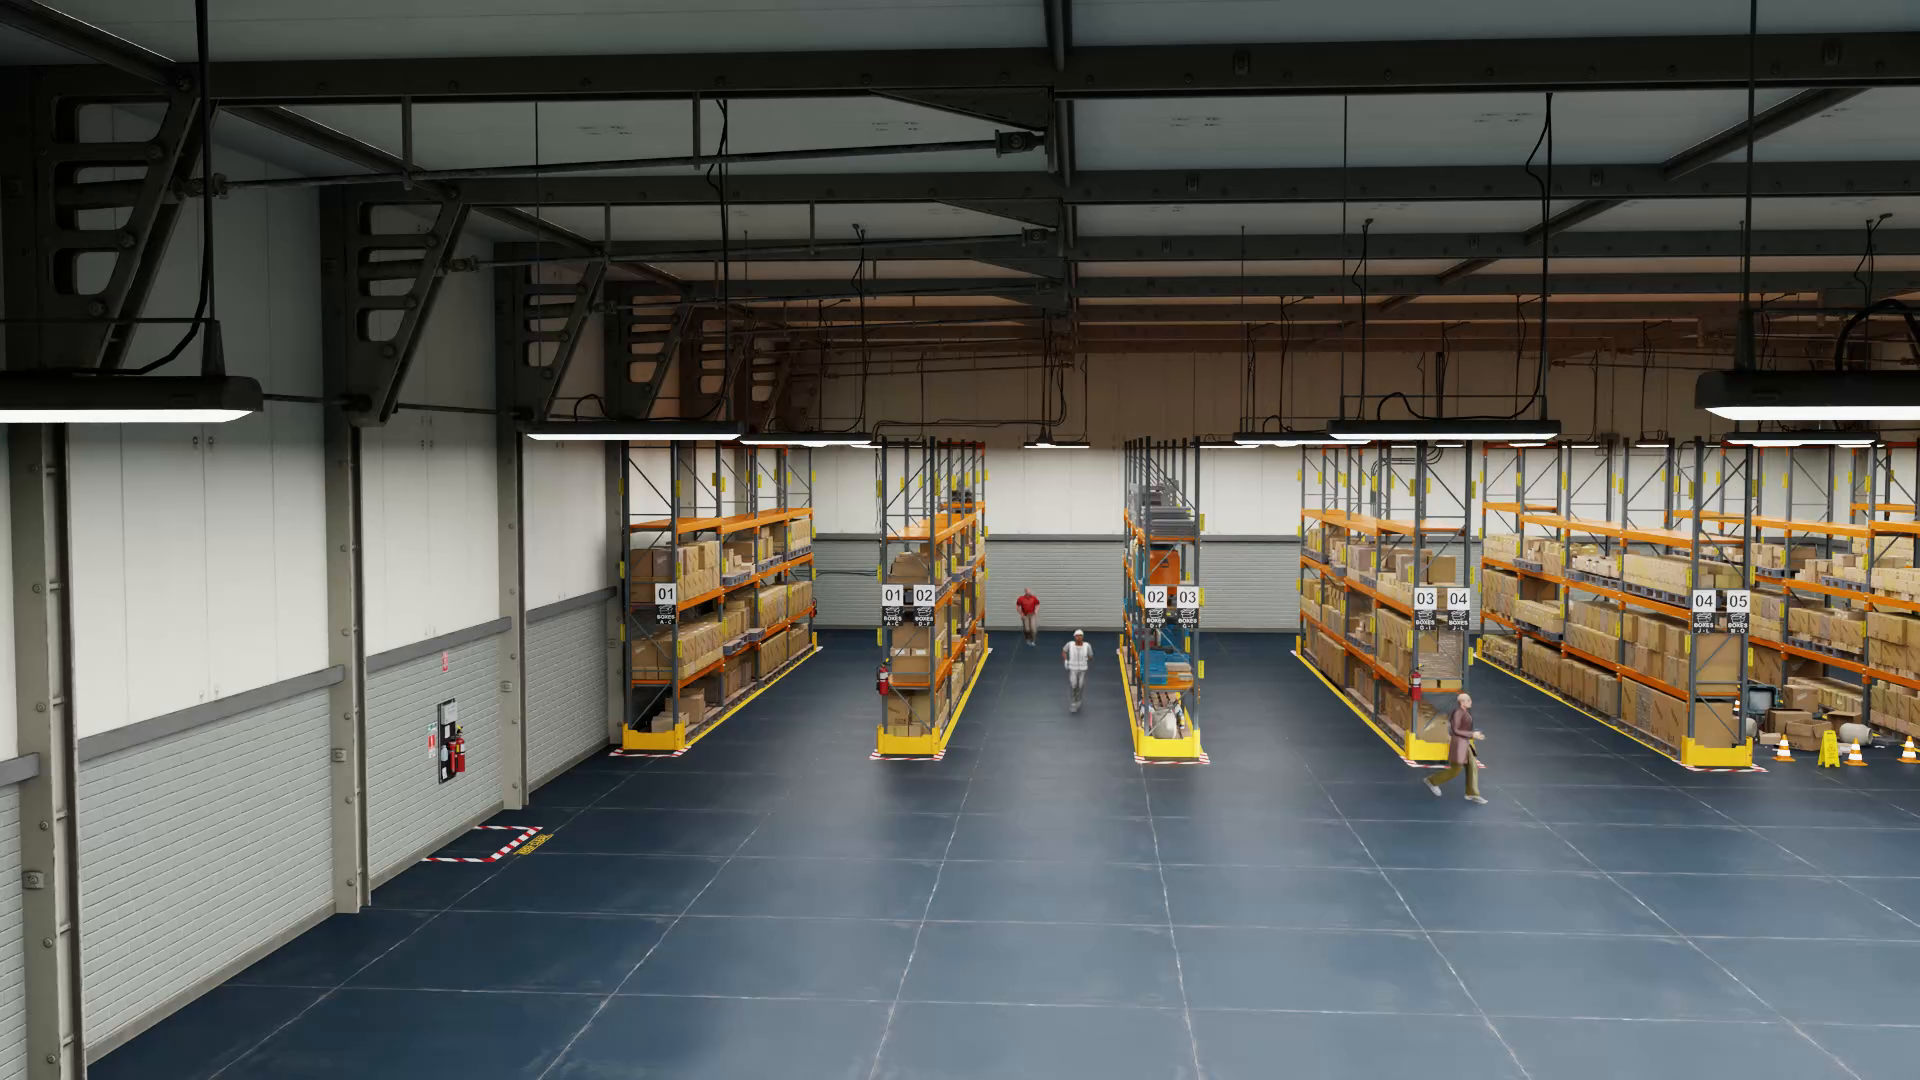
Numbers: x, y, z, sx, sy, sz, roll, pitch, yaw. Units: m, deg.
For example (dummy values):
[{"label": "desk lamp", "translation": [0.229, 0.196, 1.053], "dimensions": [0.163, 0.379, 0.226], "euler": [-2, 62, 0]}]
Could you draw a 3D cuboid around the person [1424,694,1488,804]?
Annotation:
[{"label": "person", "translation": [8.105, 3.385, 27.127], "dimensions": [1.011, 1.778, 0.691], "euler": [2, 3, 29]}]

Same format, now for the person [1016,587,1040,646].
[{"label": "person", "translation": [1.922, 2.150, 46.405], "dimensions": [0.664, 1.660, 0.586], "euler": [0, 3, -8]}]

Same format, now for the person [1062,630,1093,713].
[{"label": "person", "translation": [2.601, 2.885, 36.564], "dimensions": [0.654, 1.834, 0.764], "euler": [0, 3, -4]}]
